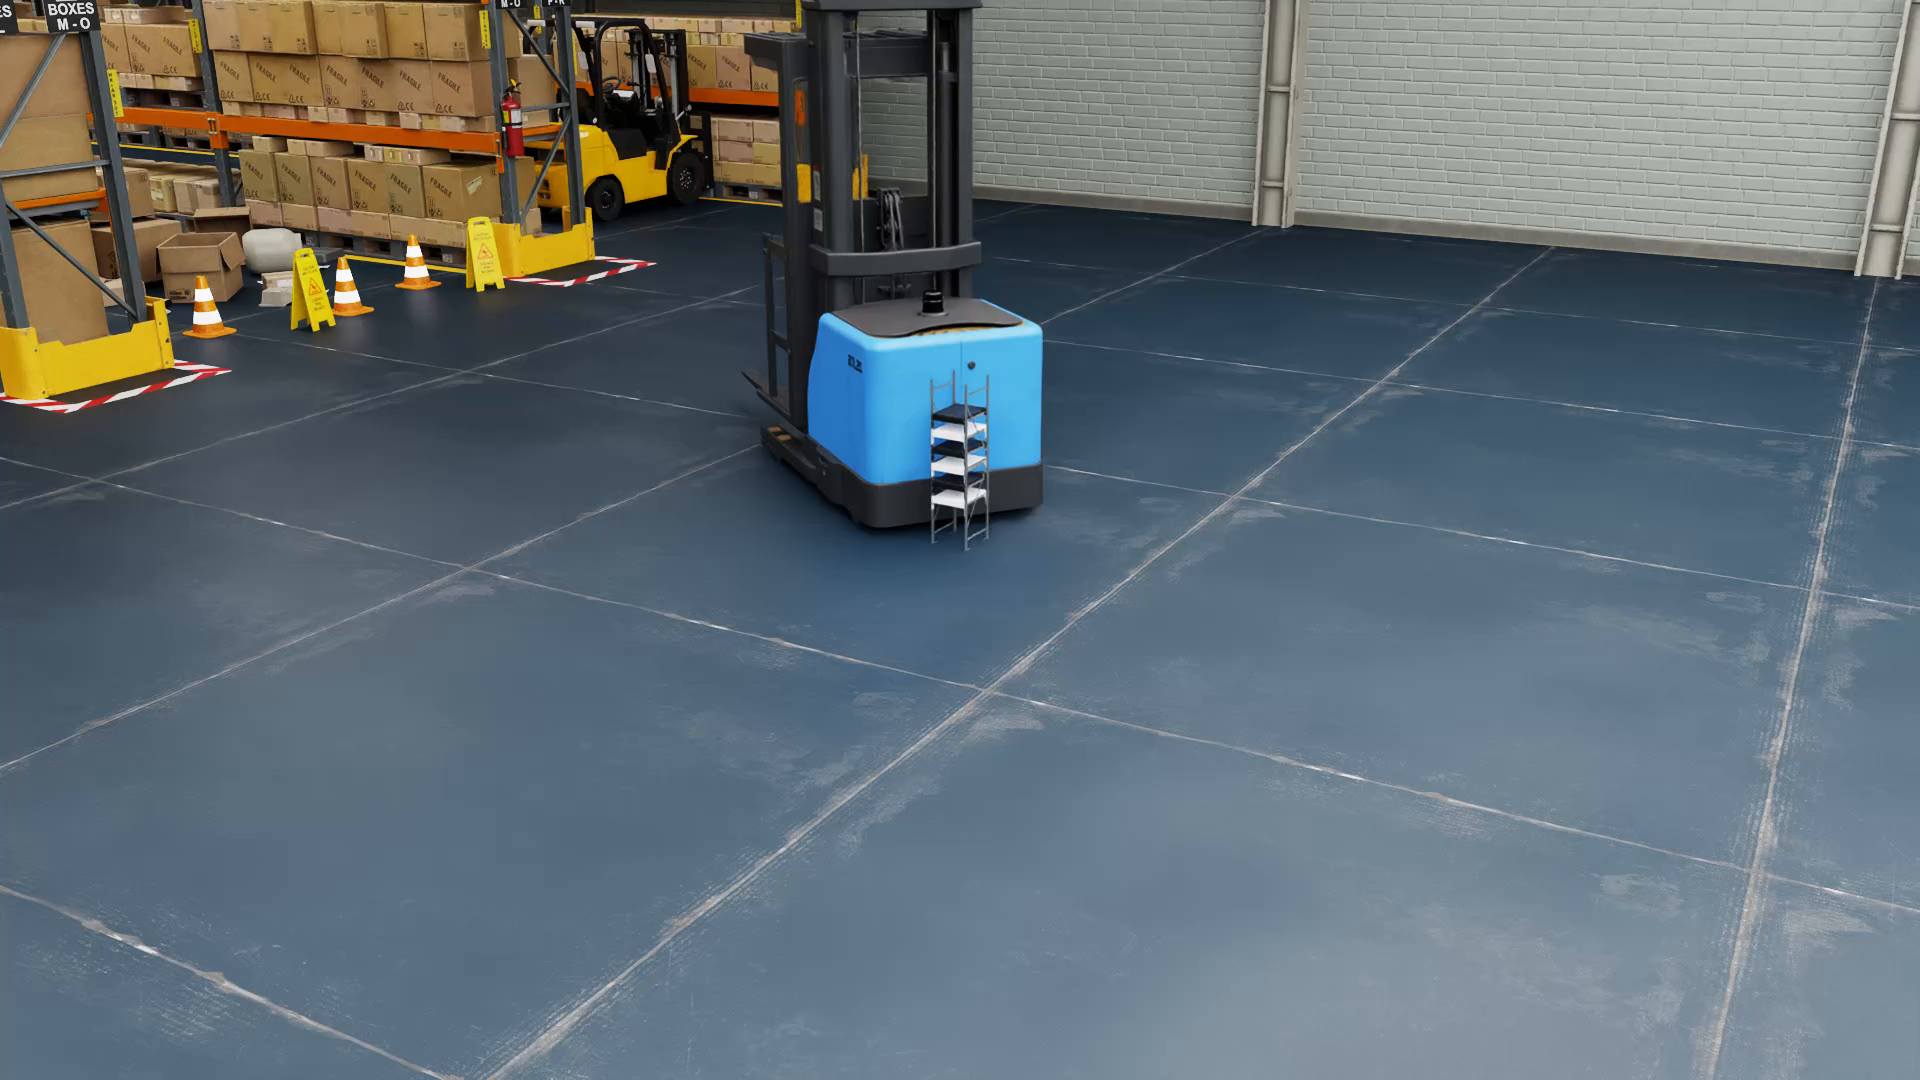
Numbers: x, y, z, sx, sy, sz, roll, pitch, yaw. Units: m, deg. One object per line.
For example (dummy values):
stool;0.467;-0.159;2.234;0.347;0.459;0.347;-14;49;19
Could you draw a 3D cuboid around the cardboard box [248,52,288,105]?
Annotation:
cardboard box;-6.785;-4.687;16.806;0.500;0.500;0.500;11;23;27

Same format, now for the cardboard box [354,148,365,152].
cardboard box;-5.944;-3.804;17.269;0.500;0.500;0.500;12;23;30

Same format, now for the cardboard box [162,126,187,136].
cardboard box;-11.737;-6.417;25.206;0.500;0.500;0.500;12;23;30

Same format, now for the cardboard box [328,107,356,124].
cardboard box;-6.018;-4.218;16.463;0.250;0.149;0.380;11;23;27

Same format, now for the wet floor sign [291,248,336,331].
wet floor sign;-5.325;-2.056;13.586;0.232;0.644;0.267;7;21;18

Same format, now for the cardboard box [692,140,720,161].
cardboard box;-3.044;-4.840;20.493;0.500;0.250;0.500;10;22;26

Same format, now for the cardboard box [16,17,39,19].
cardboard box;-10.695;-5.639;18.813;0.500;0.500;0.500;10;22;26

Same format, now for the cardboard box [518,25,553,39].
cardboard box;-5.471;-6.554;21.437;0.250;0.149;0.380;12;23;29

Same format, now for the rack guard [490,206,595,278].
rack guard;-4.057;-2.906;16.142;0.348;0.500;1.175;11;23;27

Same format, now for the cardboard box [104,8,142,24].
cardboard box;-8.854;-5.581;17.703;0.250;0.149;0.380;10;22;25

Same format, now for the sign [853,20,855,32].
sign;-1.297;-6.155;20.048;0.005;0.325;0.100;11;23;27

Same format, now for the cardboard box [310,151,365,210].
cardboard box;-6.174;-3.640;16.817;0.500;0.500;0.500;12;23;30

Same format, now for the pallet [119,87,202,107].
pallet;-9.226;-4.991;18.508;1.213;0.211;1.003;11;23;27

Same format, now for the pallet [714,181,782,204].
pallet;-2.261;-4.350;20.548;1.213;0.211;1.003;11;23;27

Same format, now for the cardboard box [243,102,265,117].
cardboard box;-7.118;-4.441;17.077;0.250;0.149;0.380;12;23;29

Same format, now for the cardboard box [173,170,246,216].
cardboard box;-7.942;-3.782;18.130;0.625;0.372;0.950;11;23;28

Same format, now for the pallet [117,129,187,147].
pallet;-12.648;-6.346;26.049;1.213;0.211;1.003;11;23;27

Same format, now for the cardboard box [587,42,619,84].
cardboard box;-4.342;-6.025;20.930;0.500;0.500;0.500;11;23;28

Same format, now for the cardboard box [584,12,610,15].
cardboard box;-4.639;-6.740;21.514;0.250;0.149;0.380;11;23;27

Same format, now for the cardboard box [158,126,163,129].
cardboard box;-12.511;-6.656;26.142;0.500;0.311;0.500;12;23;29

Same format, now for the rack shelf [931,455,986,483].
rack shelf;0.001;-0.383;8.697;0.200;0.077;0.258;12;23;29

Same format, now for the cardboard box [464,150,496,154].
cardboard box;-6.200;-5.507;22.516;0.625;0.625;0.875;11;22;27

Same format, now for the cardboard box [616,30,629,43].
cardboard box;-4.040;-6.247;20.591;0.250;0.149;0.380;11;22;27

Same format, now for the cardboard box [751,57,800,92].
cardboard box;-2.131;-5.597;19.750;0.500;0.500;0.500;10;22;26

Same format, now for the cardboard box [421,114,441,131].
cardboard box;-4.910;-4.007;15.880;0.250;0.149;0.380;10;22;26

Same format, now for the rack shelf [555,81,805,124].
rack shelf;-3.319;-5.541;20.796;4.000;0.370;1.077;11;23;27

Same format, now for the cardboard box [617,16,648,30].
cardboard box;-4.018;-6.397;20.568;0.250;0.149;0.380;10;22;26

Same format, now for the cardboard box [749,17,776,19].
cardboard box;-2.420;-6.296;20.290;0.250;0.149;0.380;11;23;28

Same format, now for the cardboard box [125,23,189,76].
cardboard box;-8.431;-5.208;17.625;0.500;0.500;0.500;11;23;28

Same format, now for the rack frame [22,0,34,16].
rack frame;-15.541;-8.207;27.092;0.127;3.000;1.000;11;23;27

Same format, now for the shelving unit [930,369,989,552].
shelving unit;0.001;-0.414;8.686;0.210;0.900;0.258;12;23;29

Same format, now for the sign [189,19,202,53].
sign;-7.750;-5.112;16.860;0.005;0.325;0.100;11;23;27

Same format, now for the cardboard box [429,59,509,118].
cardboard box;-4.599;-4.263;15.636;0.500;0.500;0.500;10;22;26

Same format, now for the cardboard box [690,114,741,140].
cardboard box;-3.021;-5.069;20.391;0.500;0.250;0.500;11;23;28

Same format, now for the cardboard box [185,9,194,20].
cardboard box;-11.284;-7.553;24.527;0.500;0.500;0.700;11;23;28

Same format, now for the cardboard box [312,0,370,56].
cardboard box;-5.844;-5.010;16.228;0.500;0.500;0.700;11;22;27

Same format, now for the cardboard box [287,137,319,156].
cardboard box;-6.570;-3.994;16.841;0.250;0.149;0.380;12;23;29

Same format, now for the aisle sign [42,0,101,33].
aisle sign;-6.108;-3.877;11.343;0.004;0.787;0.394;11;23;27

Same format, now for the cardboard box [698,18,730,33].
cardboard box;-2.923;-6.176;19.958;0.250;0.149;0.380;11;23;29

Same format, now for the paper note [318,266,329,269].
paper note;-6.212;-2.652;16.132;0.148;0.019;0.142;3;20;9

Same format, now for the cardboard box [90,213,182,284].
cardboard box;-7.579;-2.650;15.233;0.503;0.637;0.797;11;23;27

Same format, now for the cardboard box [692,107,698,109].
cardboard box;-3.656;-5.394;21.287;0.500;0.250;0.500;11;23;28

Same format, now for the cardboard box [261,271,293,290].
cardboard box;-6.119;-2.344;15.110;0.380;0.149;0.250;-11;23;-29

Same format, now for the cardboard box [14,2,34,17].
cardboard box;-11.286;-6.070;19.588;0.500;0.500;0.500;10;22;26

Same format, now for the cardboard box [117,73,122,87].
cardboard box;-8.950;-4.990;17.975;0.250;0.149;0.380;11;23;27

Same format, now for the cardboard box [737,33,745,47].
cardboard box;-2.446;-5.968;19.820;0.250;0.149;0.380;11;23;28

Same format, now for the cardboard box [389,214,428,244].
cardboard box;-5.276;-3.116;16.472;0.500;0.250;0.500;11;23;27

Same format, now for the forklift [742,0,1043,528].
forklift;-0.590;-1.909;9.829;1.130;2.935;3.031;-8;22;-22
